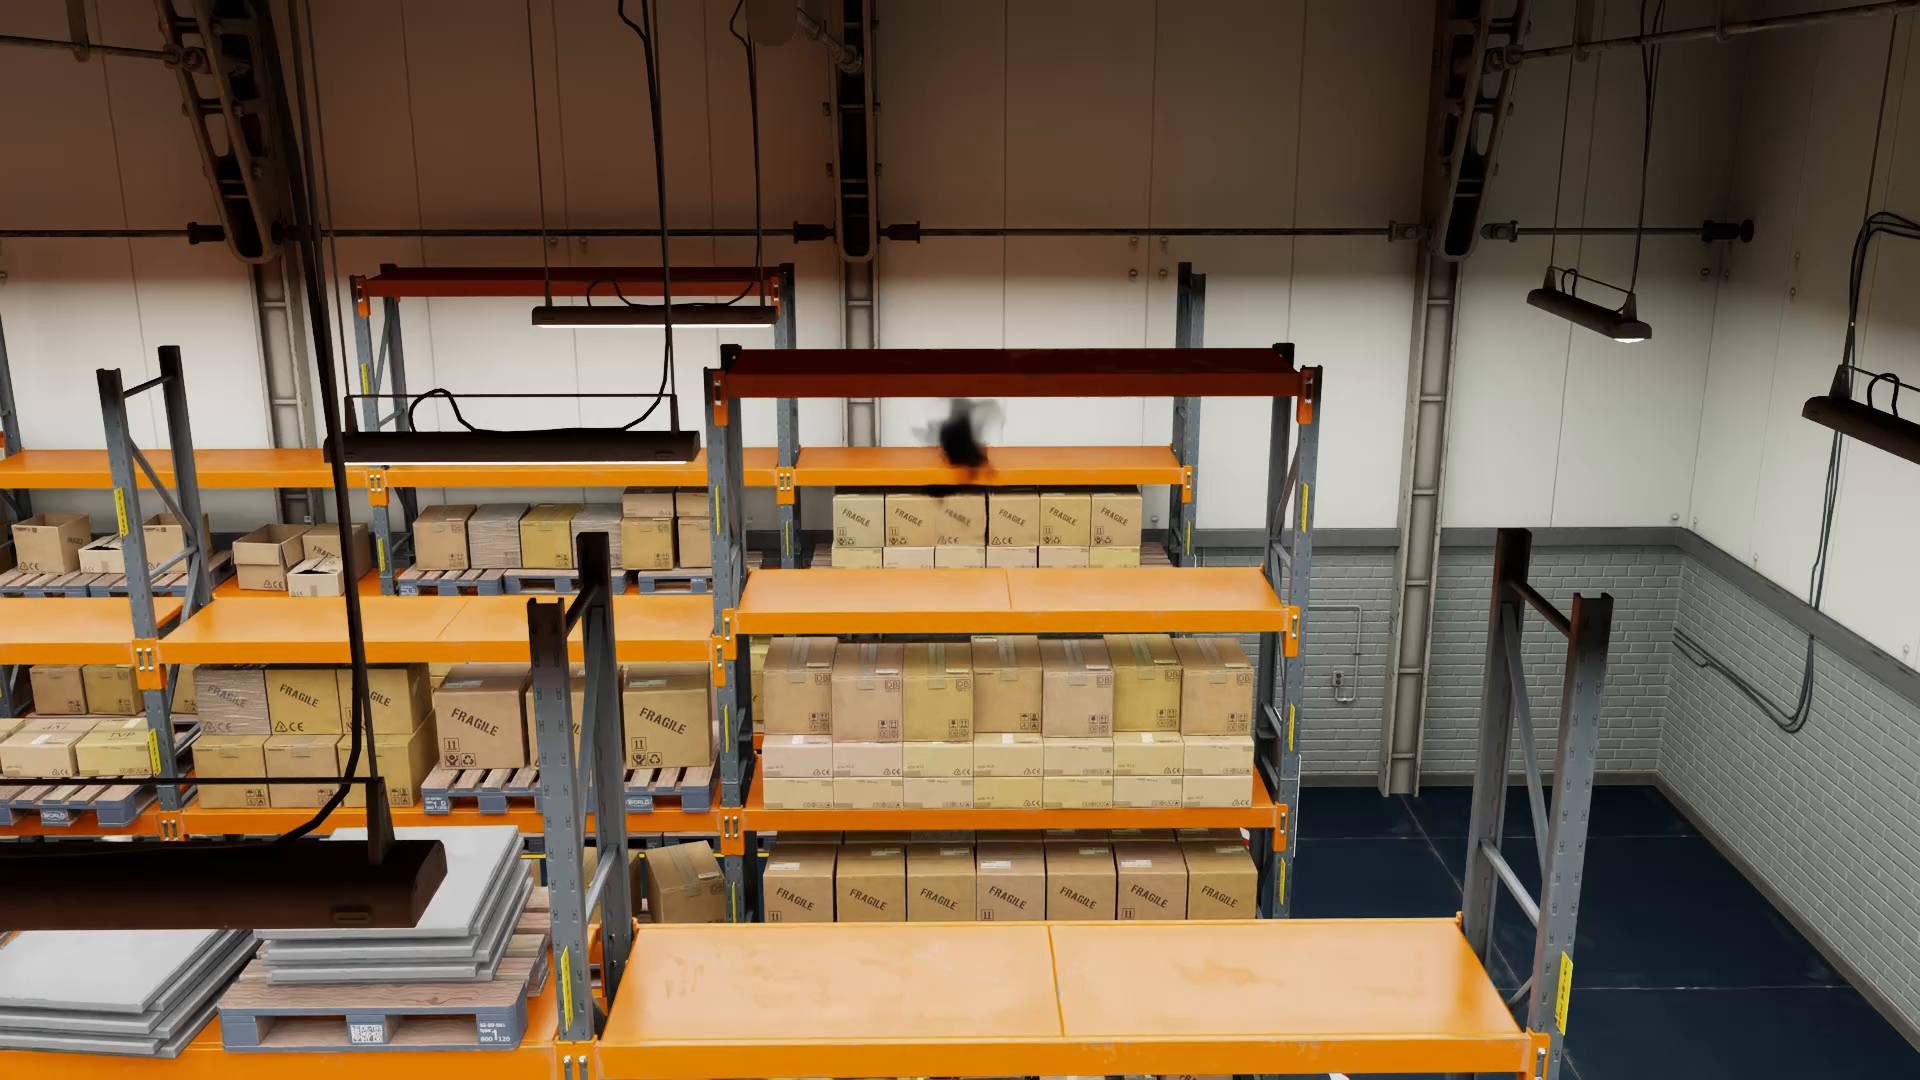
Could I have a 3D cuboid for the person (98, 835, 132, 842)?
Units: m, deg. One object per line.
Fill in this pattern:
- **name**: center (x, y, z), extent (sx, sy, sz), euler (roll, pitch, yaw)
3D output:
- **person**: center (-7.377, 3.112, 14.540), extent (0.816, 1.789, 0.636), euler (-1, 16, -3)
